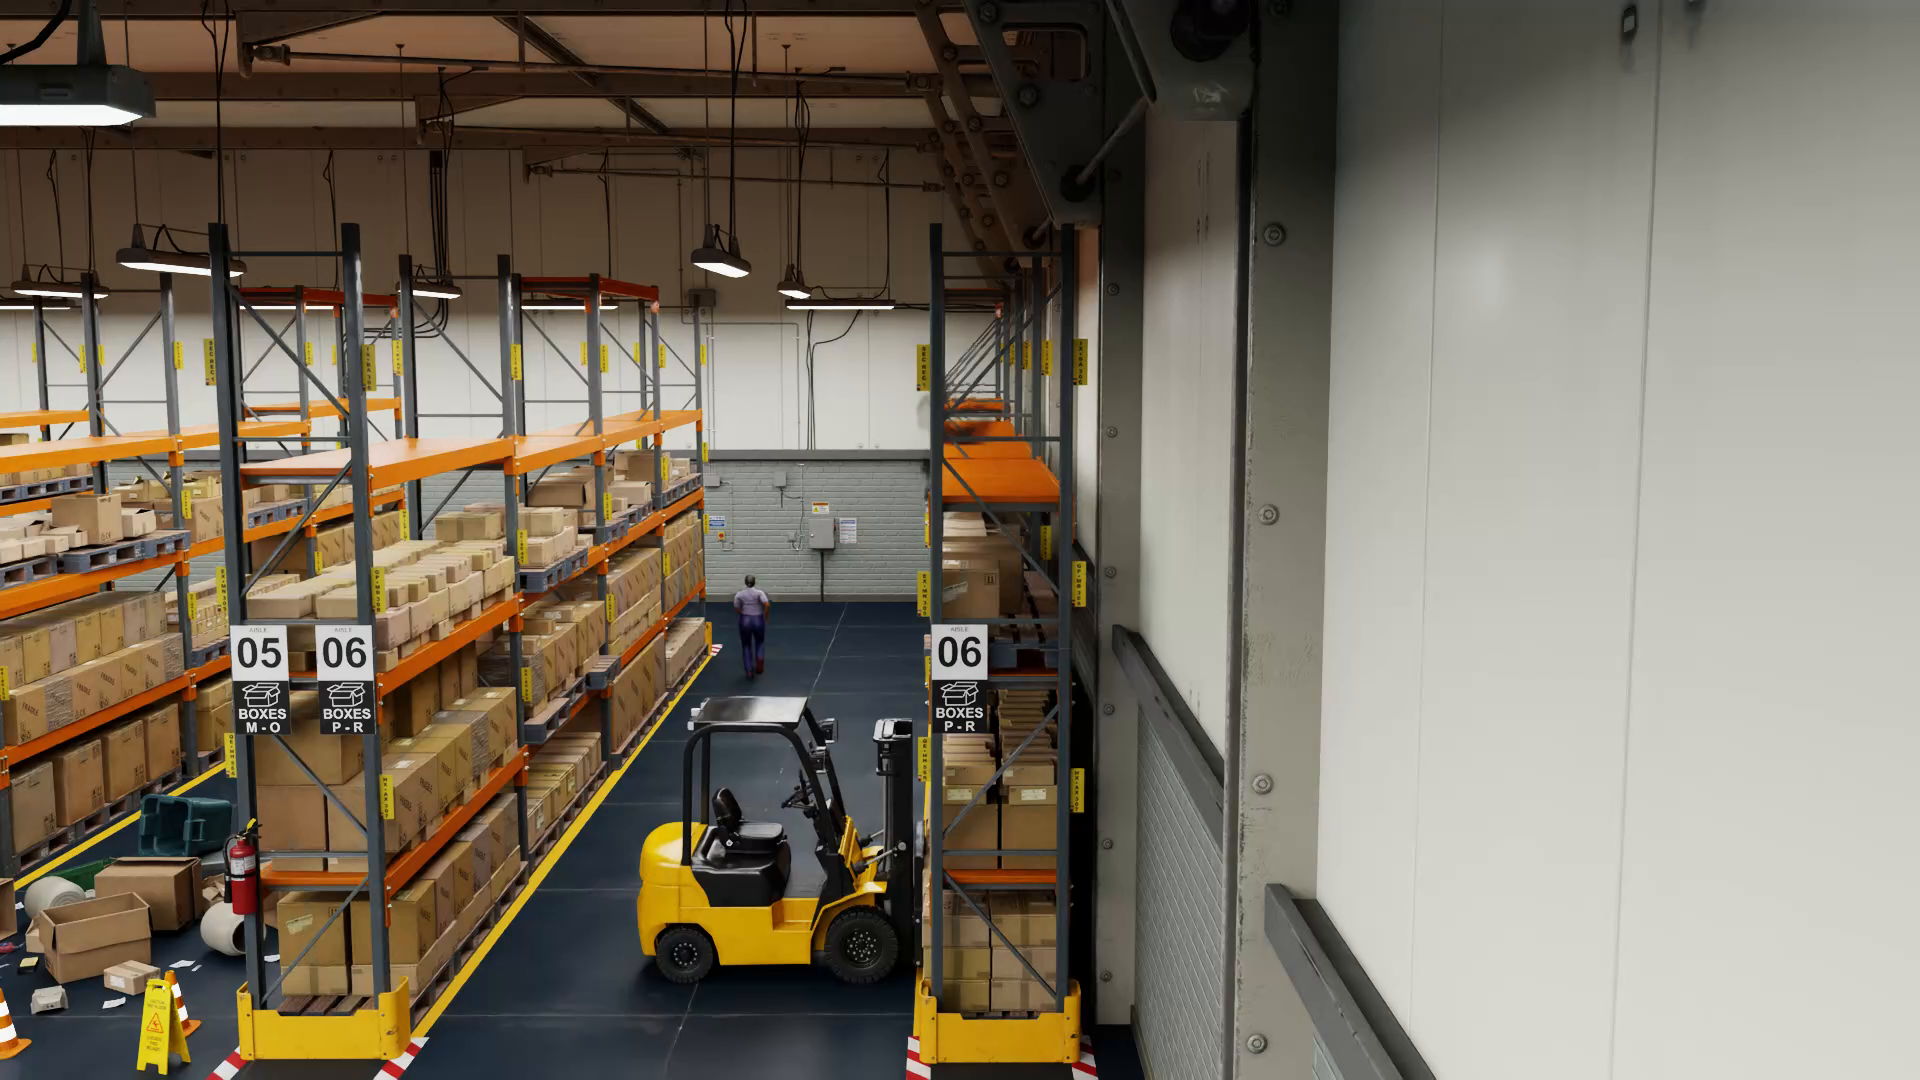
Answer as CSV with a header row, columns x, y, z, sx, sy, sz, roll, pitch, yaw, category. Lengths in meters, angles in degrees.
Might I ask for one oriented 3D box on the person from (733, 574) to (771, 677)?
x,y,z,sx,sy,sz,roll,pitch,yaw,category
-3.255,1.331,26.074,0.592,1.597,0.575,-1,7,-5,person
